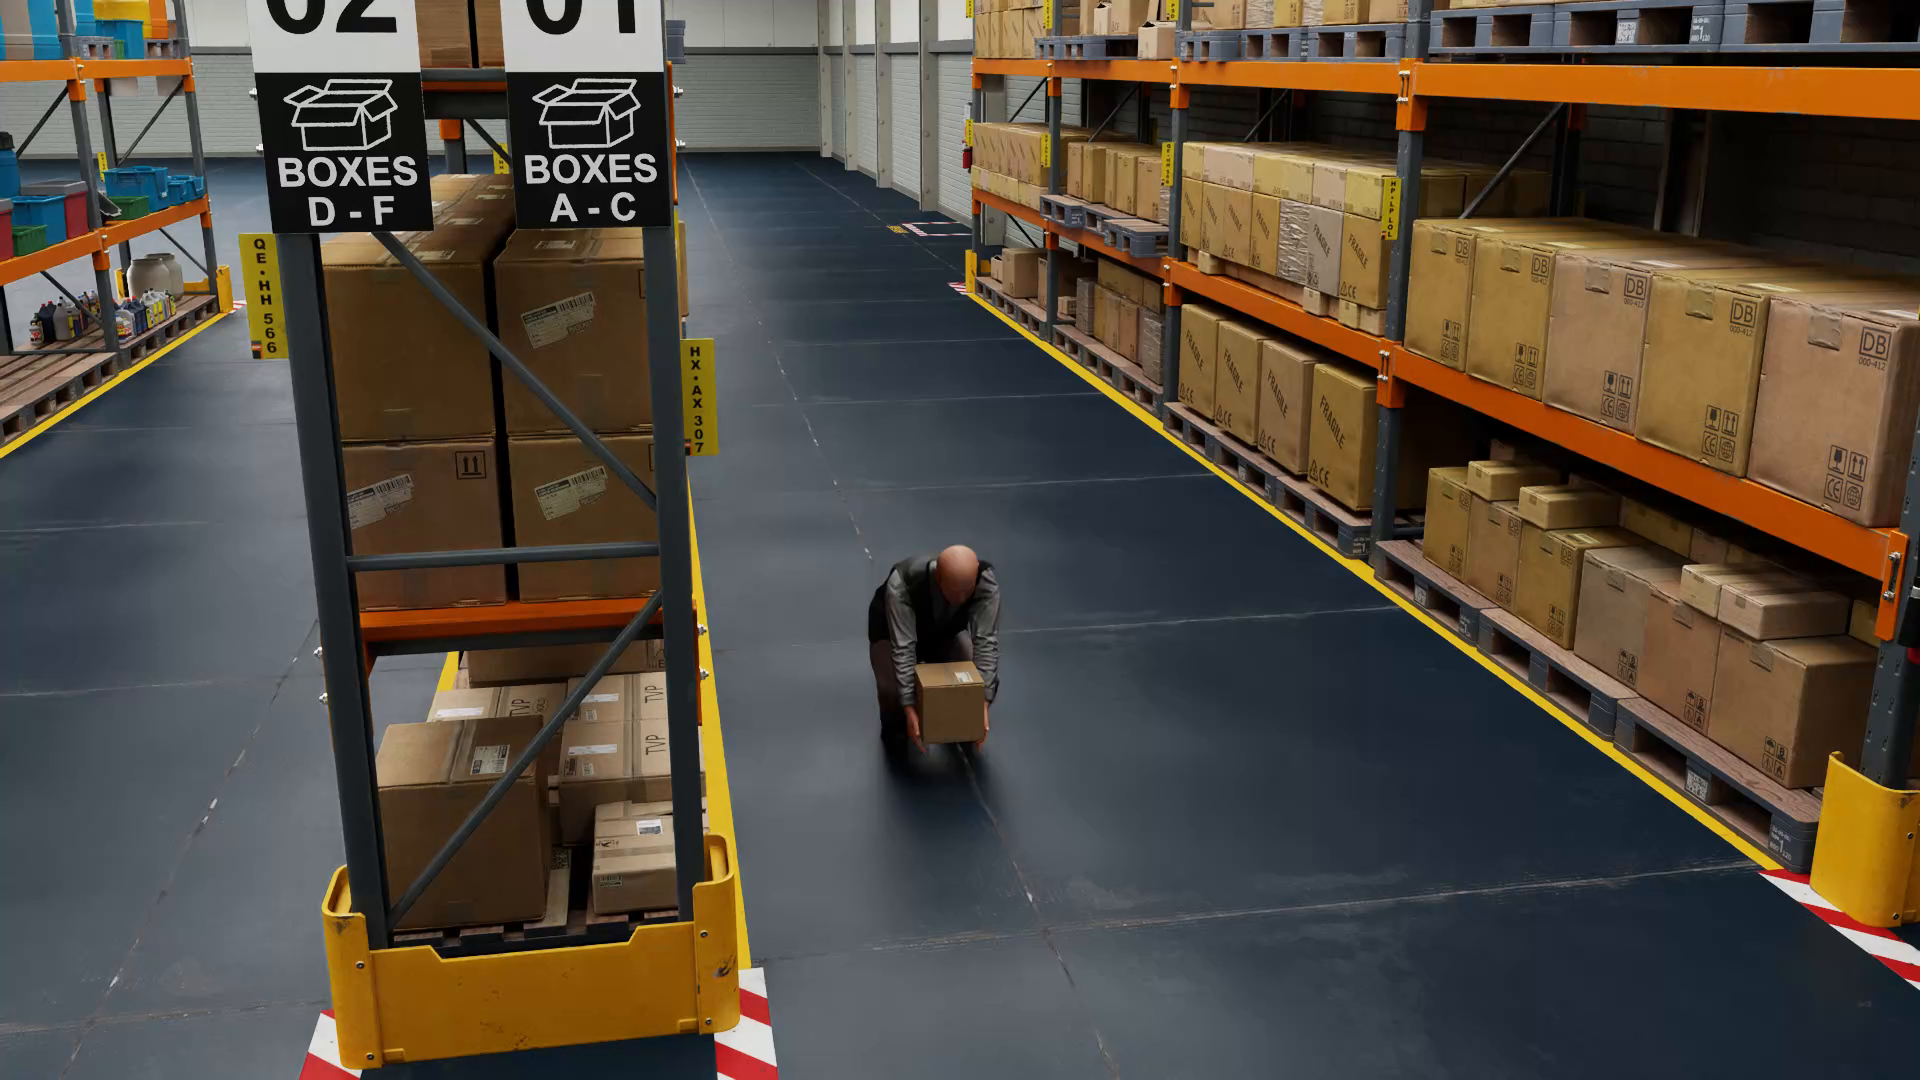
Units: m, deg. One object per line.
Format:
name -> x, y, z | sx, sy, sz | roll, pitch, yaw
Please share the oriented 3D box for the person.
person -> -0.107, 0.424, 7.012 | 0.524, 0.960, 0.881 | -3, 17, -11
